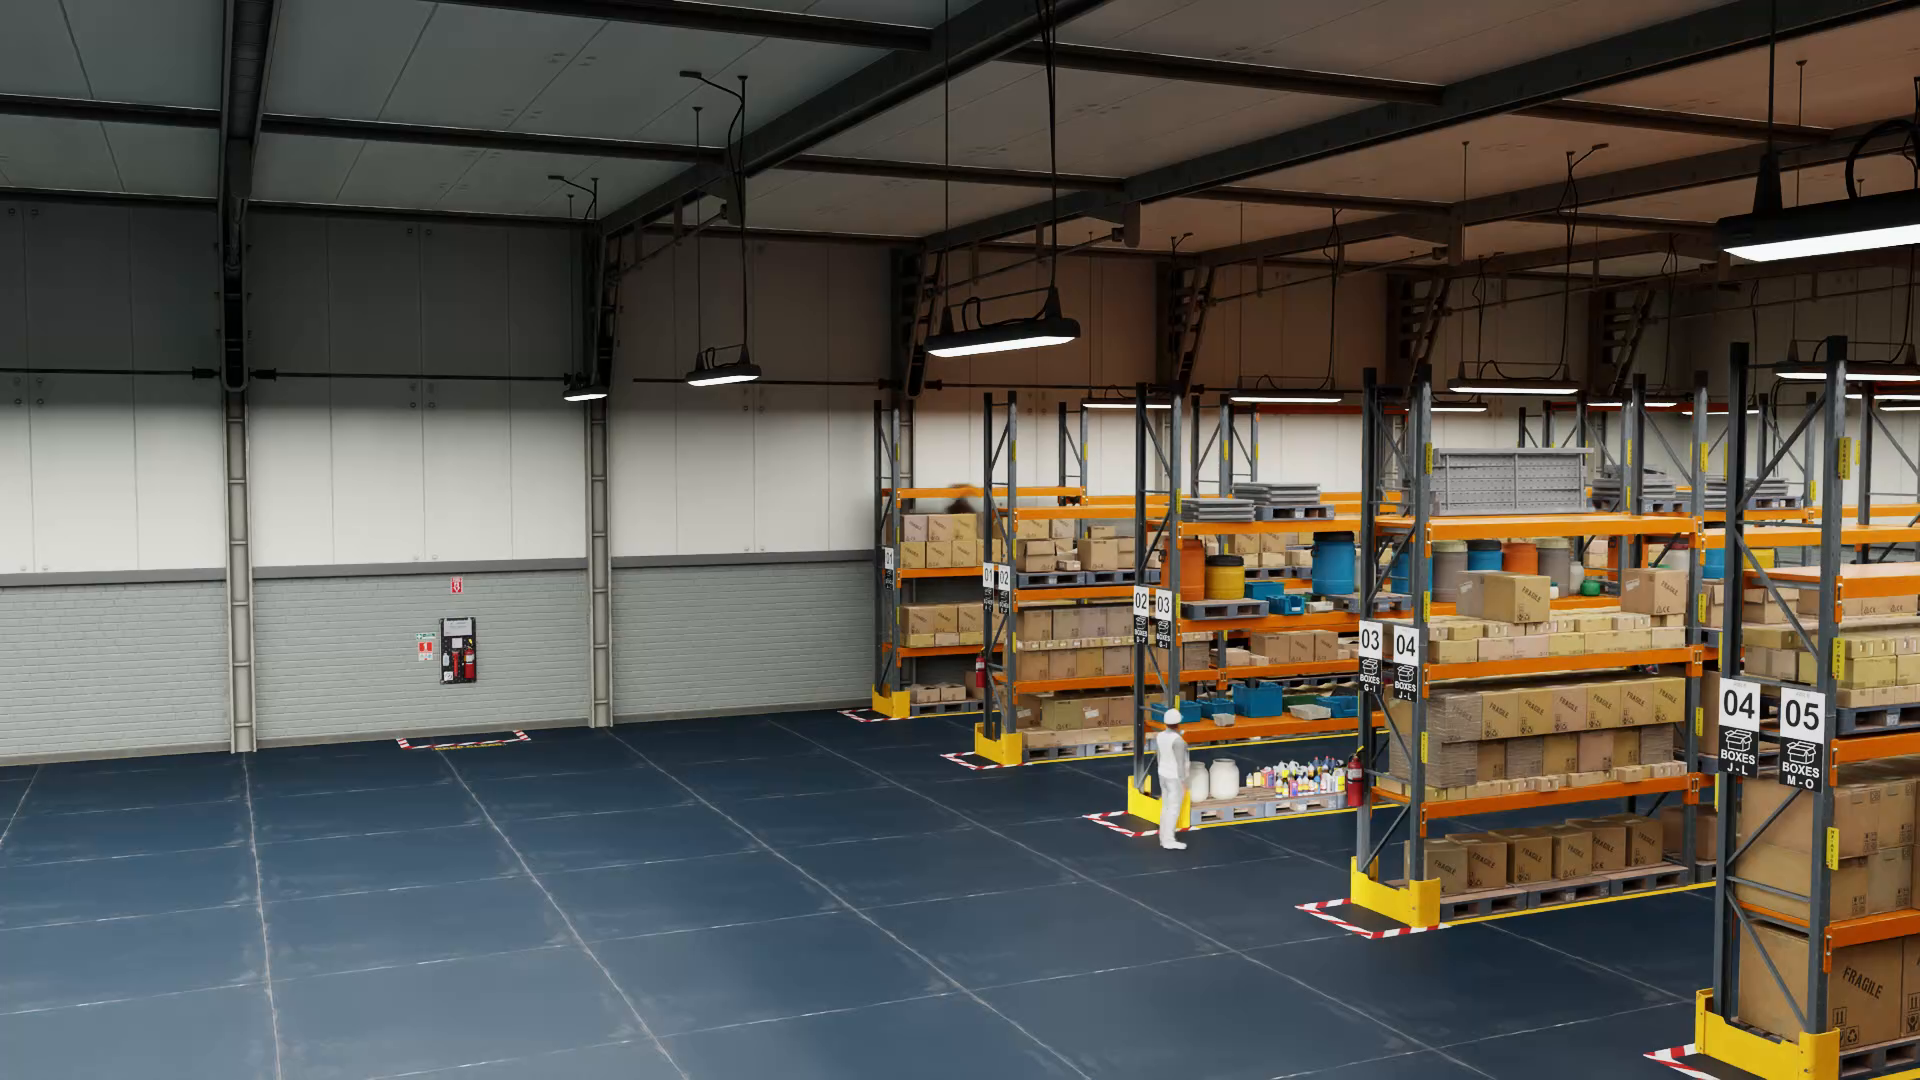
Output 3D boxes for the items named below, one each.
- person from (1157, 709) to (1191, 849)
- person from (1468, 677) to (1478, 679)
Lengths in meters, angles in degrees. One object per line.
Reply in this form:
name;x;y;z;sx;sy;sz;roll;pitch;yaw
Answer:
person;2.729;3.039;21.228;0.389;1.779;0.553;-1;4;-22
person;8.922;2.647;29.028;0.993;1.641;0.554;-1;4;-19
